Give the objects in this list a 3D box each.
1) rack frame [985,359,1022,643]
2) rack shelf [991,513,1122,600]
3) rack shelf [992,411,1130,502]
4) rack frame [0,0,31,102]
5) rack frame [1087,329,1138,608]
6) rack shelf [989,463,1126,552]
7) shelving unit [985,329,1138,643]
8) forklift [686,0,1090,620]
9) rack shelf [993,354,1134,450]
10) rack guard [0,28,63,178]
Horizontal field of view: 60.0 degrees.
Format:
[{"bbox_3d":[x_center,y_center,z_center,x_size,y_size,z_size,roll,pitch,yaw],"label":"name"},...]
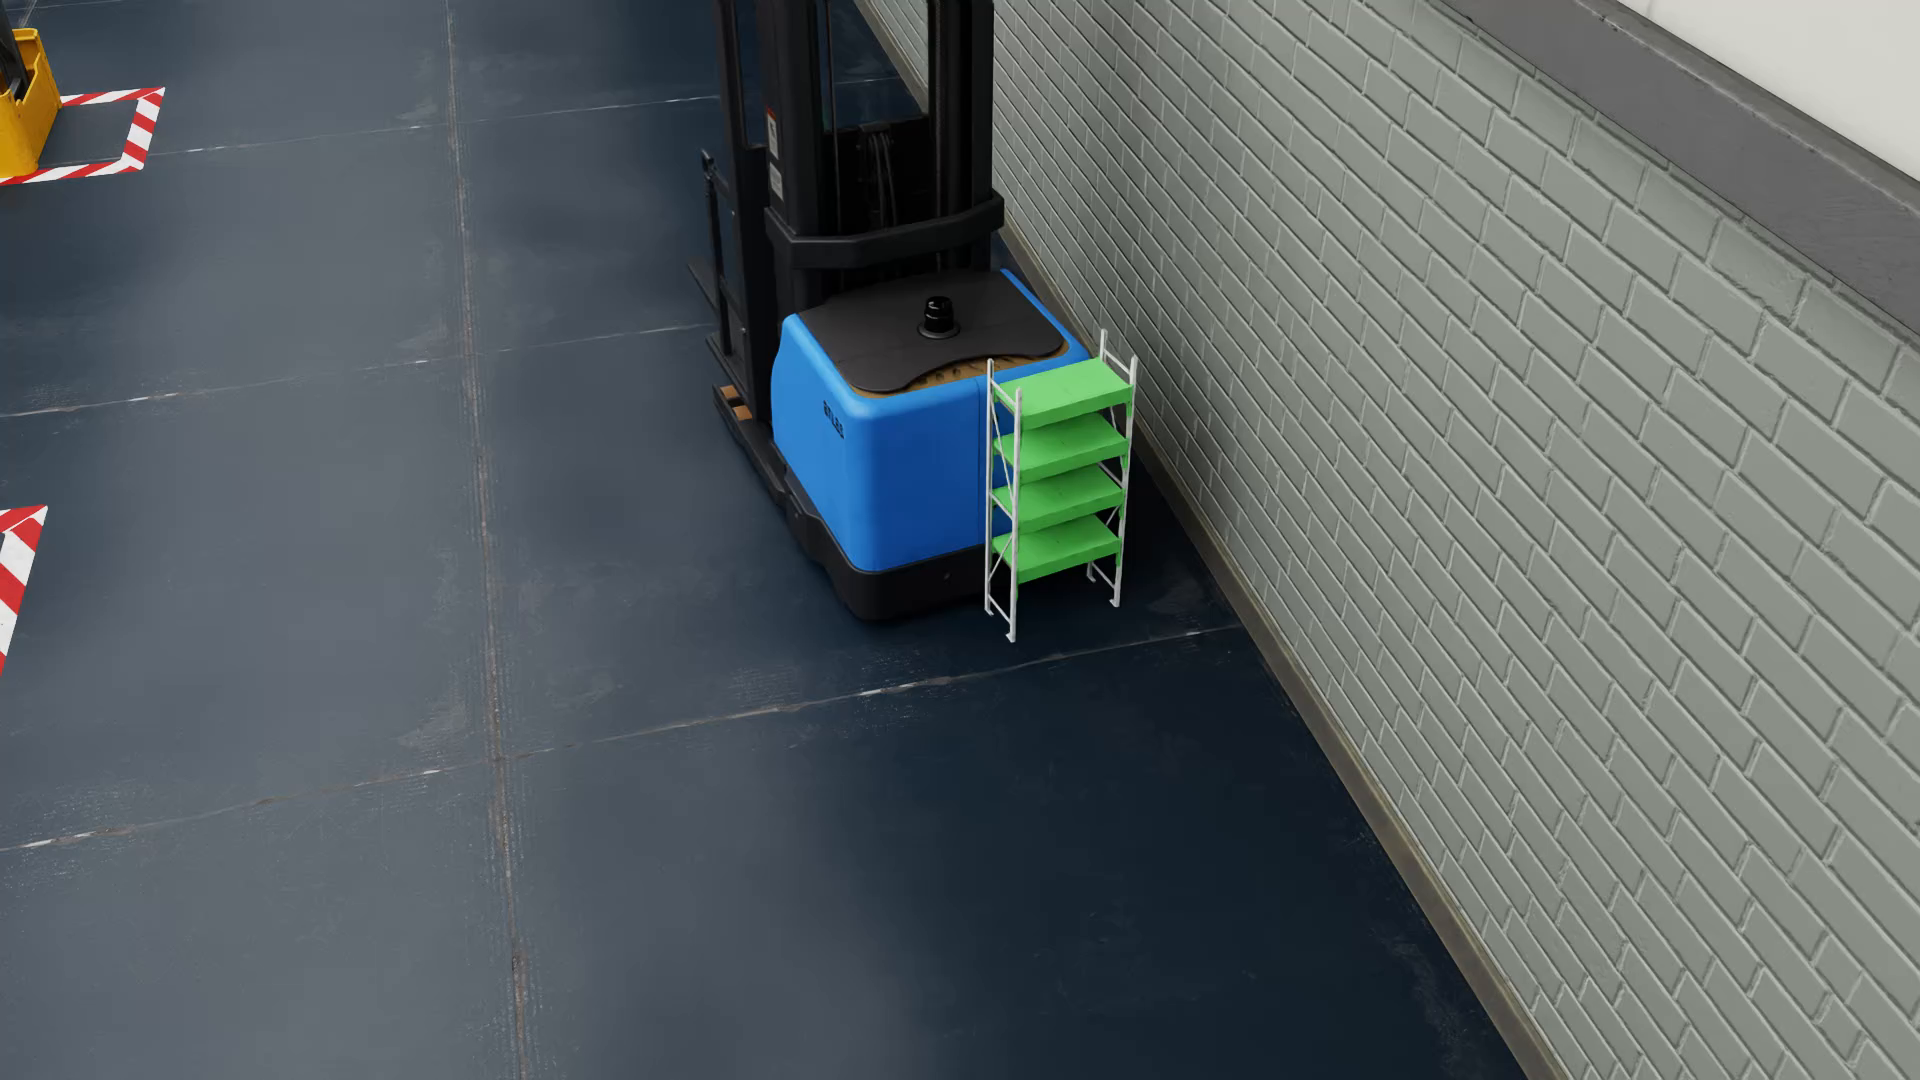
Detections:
[{"bbox_3d":[0.162,-0.127,6.429,0.015,1.200,0.240,-17,41,-21],"label":"rack frame"},{"bbox_3d":[0.380,0.047,6.701,0.480,0.148,0.258,-17,41,-21],"label":"rack shelf"},{"bbox_3d":[0.380,-0.334,6.409,0.480,0.148,0.258,-17,41,-21],"label":"rack shelf"},{"bbox_3d":[-6.000,-3.738,9.667,0.127,3.000,1.000,-9,38,-12],"label":"rack frame"},{"bbox_3d":[0.598,-0.261,6.603,0.015,1.200,0.240,-17,41,-21],"label":"rack frame"},{"bbox_3d":[0.380,-0.143,6.555,0.480,0.148,0.258,-17,41,-21],"label":"rack shelf"},{"bbox_3d":[0.380,-0.194,6.516,0.503,1.200,0.258,-17,41,-21],"label":"shelving unit"},{"bbox_3d":[-0.535,-1.731,7.101,1.130,2.935,3.031,-15,40,-19],"label":"forklift"},{"bbox_3d":[0.380,-0.524,6.263,0.480,0.148,0.258,-17,41,-21],"label":"rack shelf"},{"bbox_3d":[-5.977,-2.749,10.432,0.348,0.500,1.175,-9,38,-12],"label":"rack guard"}]
